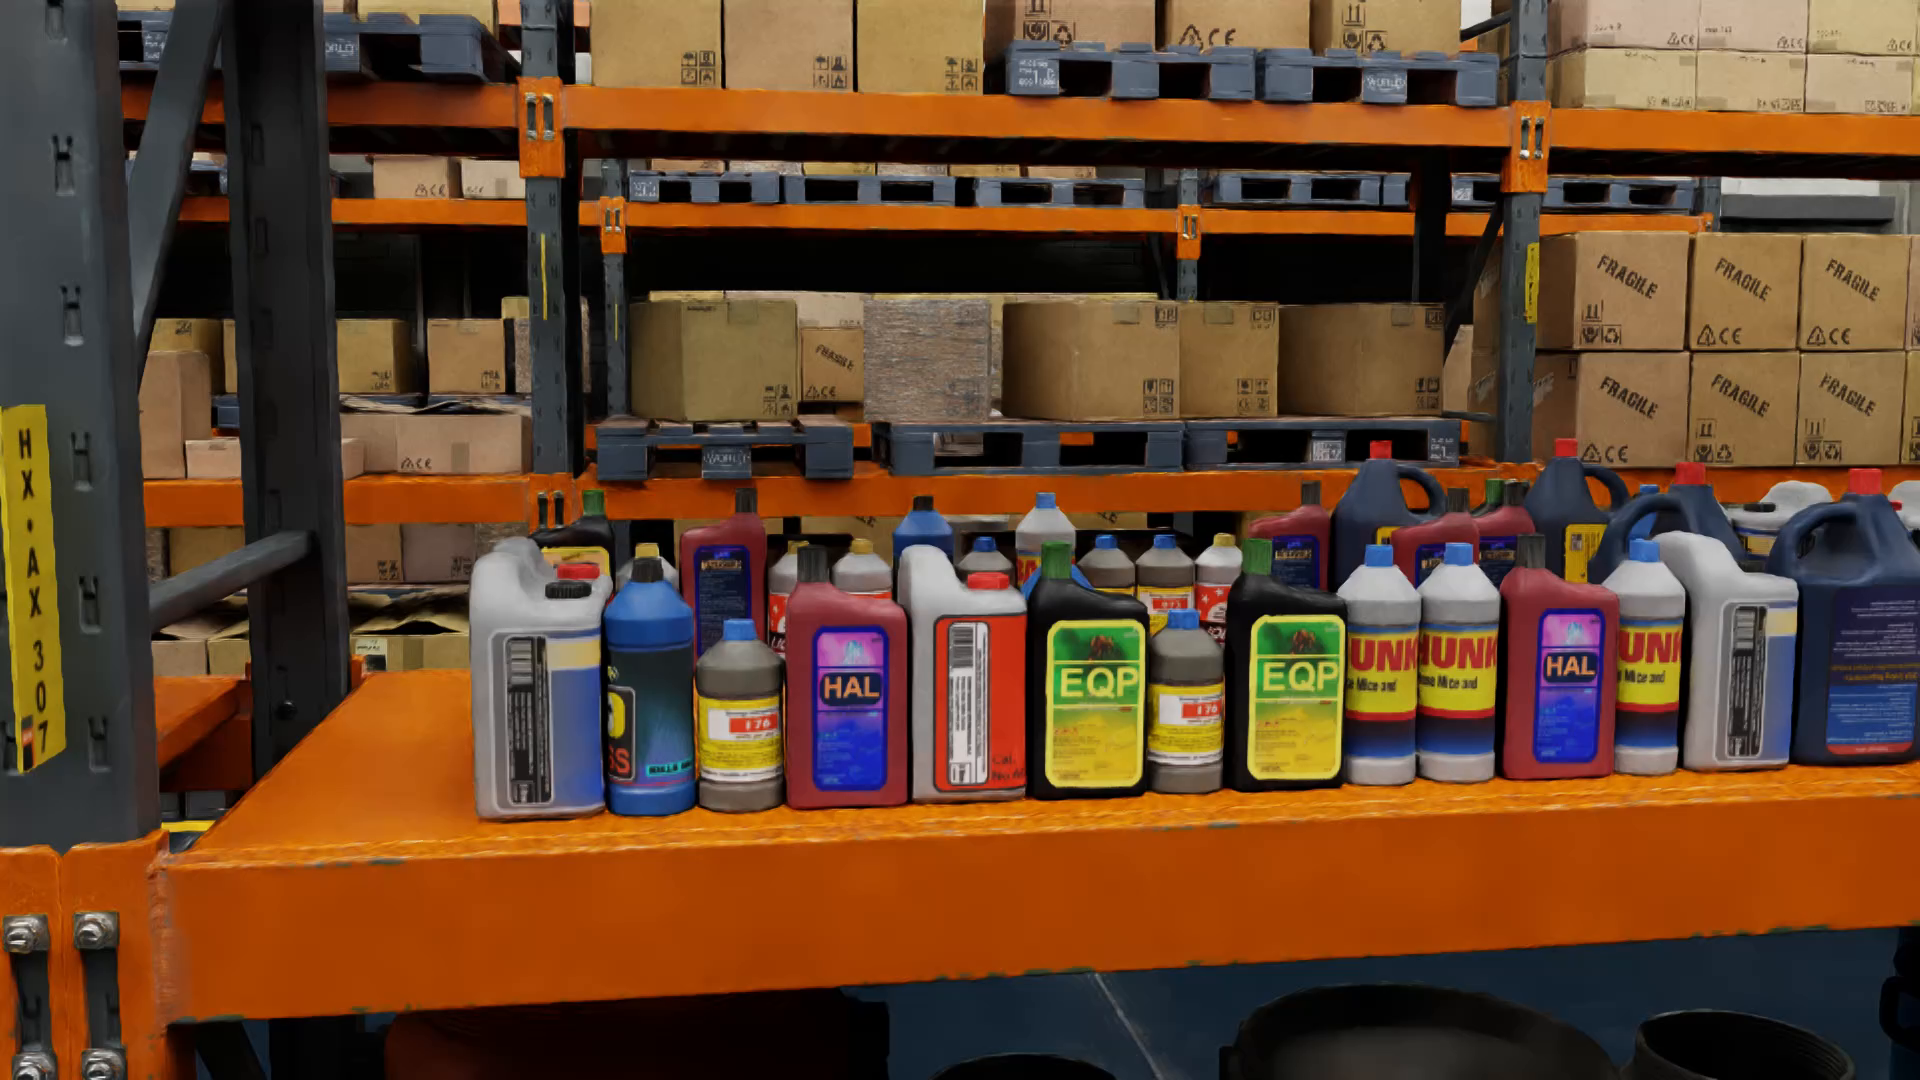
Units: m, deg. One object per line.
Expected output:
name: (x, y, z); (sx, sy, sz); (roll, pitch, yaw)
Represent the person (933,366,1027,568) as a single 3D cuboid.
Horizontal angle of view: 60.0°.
person: (0.069, -0.089, 8.877); (0.774, 1.747, 0.658); (-3, 7, -21)
